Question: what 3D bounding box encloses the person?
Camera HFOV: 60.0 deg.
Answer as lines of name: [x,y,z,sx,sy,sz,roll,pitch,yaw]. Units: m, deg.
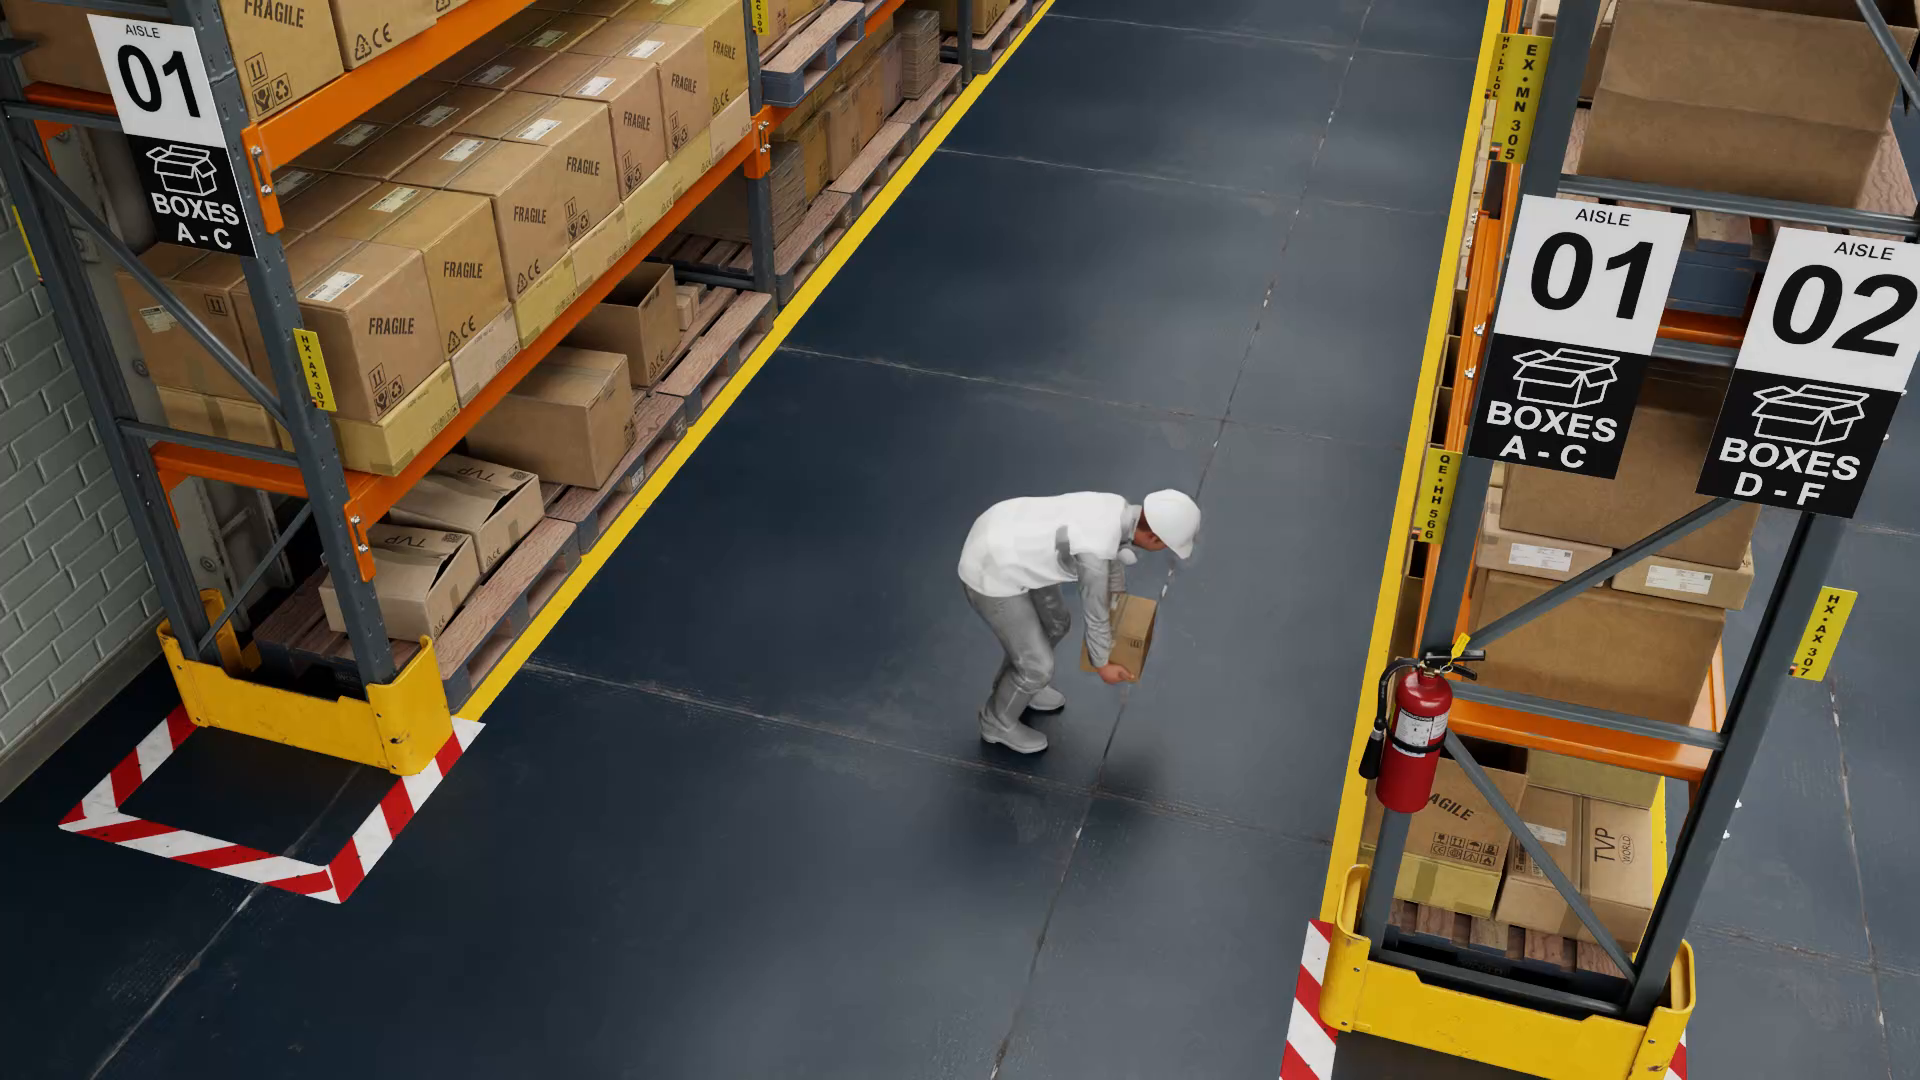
person: [0.471,0.295,6.859,0.949,1.316,0.475,9,38,12]
